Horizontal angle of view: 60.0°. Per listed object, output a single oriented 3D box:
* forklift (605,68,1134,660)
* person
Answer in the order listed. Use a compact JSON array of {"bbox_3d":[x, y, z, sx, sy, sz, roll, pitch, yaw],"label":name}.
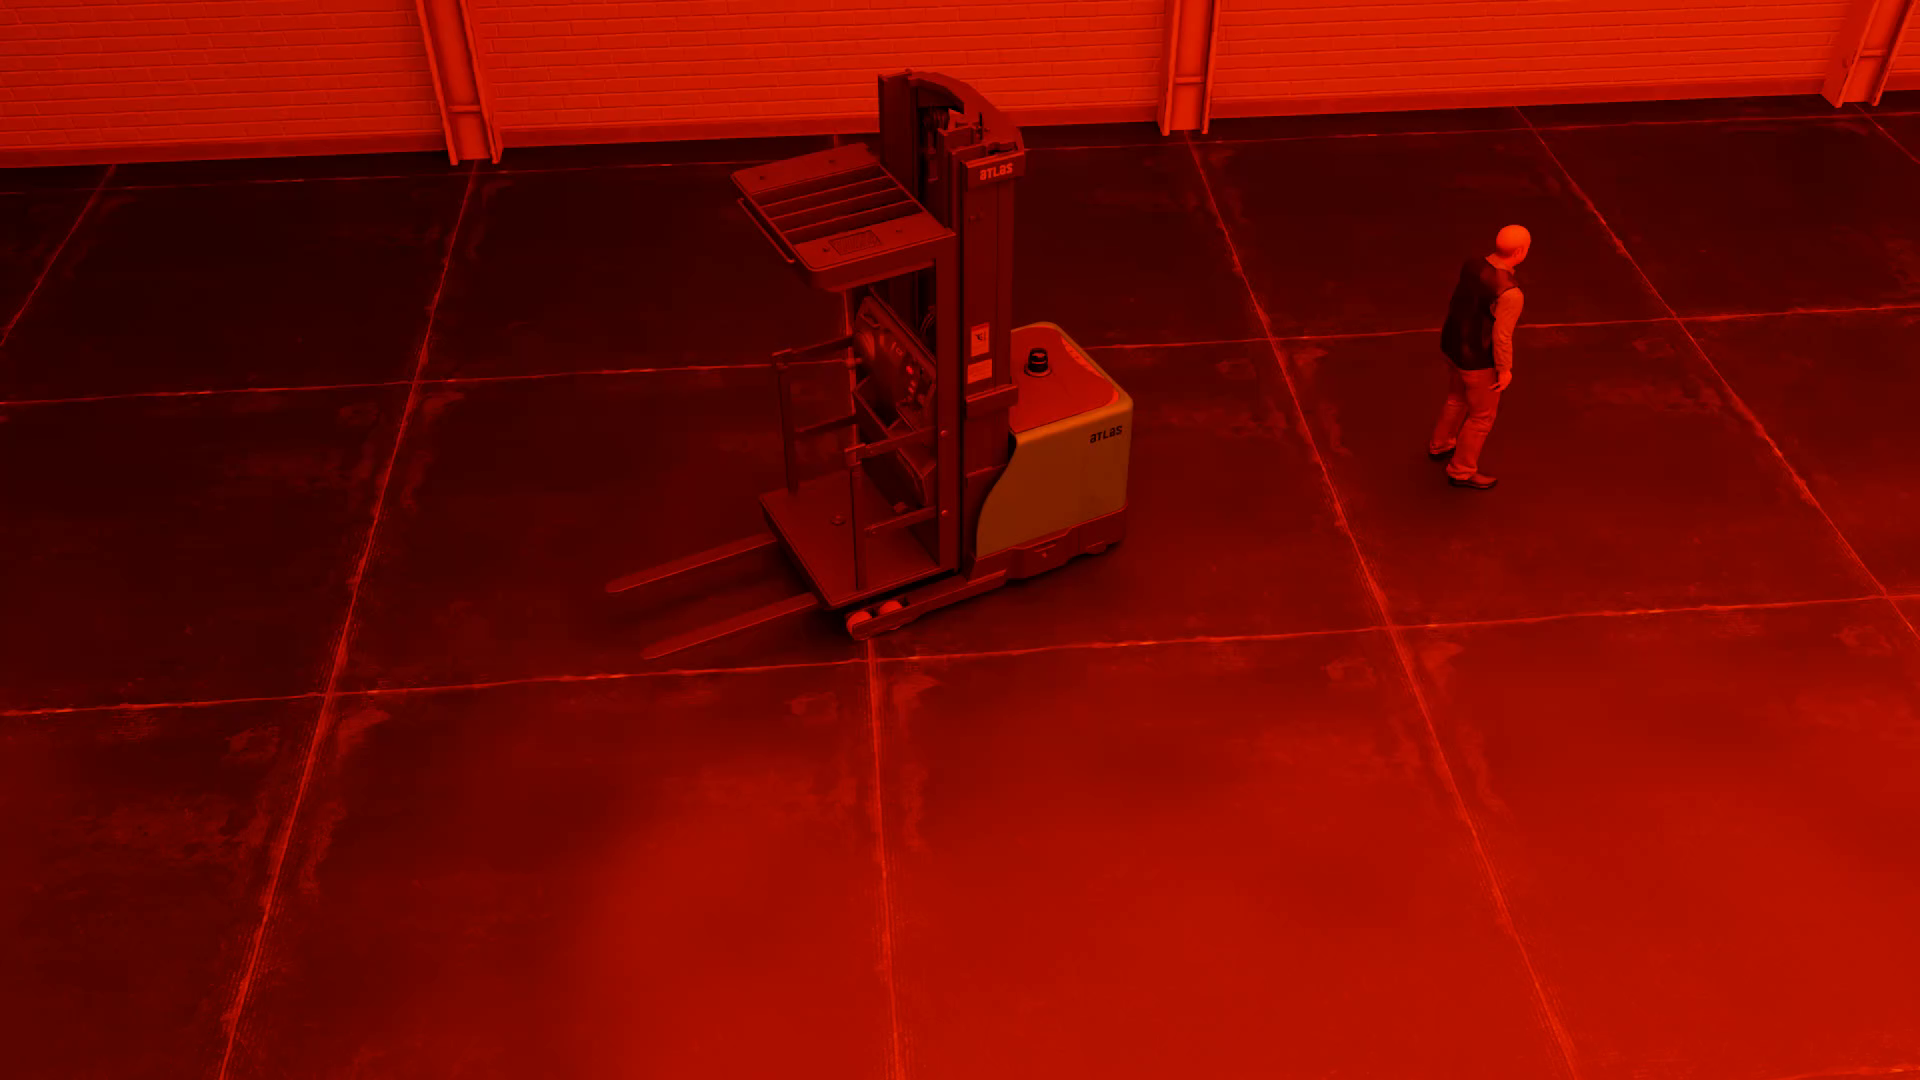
[{"bbox_3d":[-0.541,-0.933,9.029,3.031,2.935,1.130,-18,44,-20],"label":"forklift"},{"bbox_3d":[3.170,-1.140,10.203,0.426,1.720,0.591,-10,42,-11],"label":"person"}]
